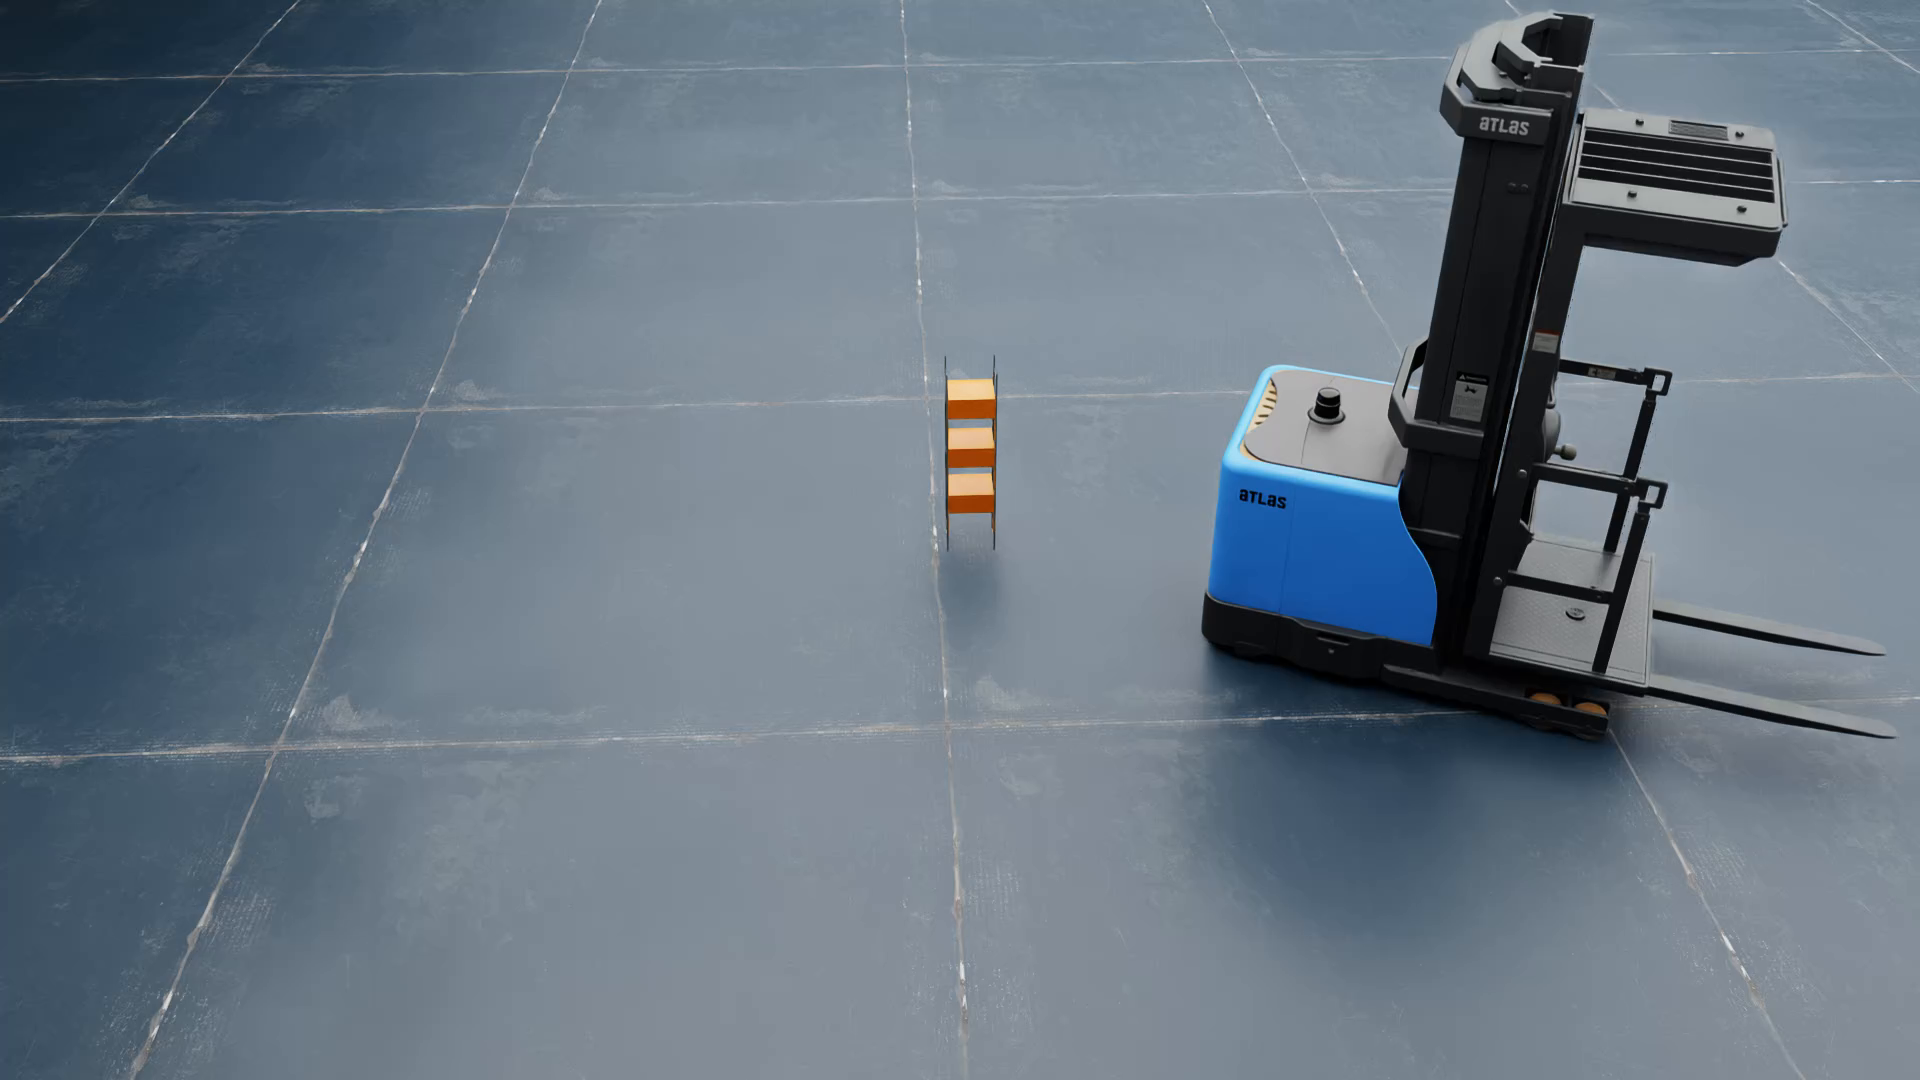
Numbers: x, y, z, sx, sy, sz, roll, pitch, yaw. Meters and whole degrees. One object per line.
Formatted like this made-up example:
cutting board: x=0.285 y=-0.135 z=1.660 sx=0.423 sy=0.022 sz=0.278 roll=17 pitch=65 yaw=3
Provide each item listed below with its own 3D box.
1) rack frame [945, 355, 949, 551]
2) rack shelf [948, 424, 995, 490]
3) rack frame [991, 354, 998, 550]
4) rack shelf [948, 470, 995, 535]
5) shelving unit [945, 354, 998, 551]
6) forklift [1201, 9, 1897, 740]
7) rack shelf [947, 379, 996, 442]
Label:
rack frame: x=-0.068 y=-0.430 z=8.485 sx=0.008 sy=1.050 sz=0.200 roll=-2 pitch=35 yaw=-2
rack shelf: x=0.053 y=-0.424 z=8.496 sx=0.240 sy=0.259 sz=0.215 roll=-2 pitch=35 yaw=-2
rack frame: x=0.175 y=-0.436 z=8.494 sx=0.008 sy=1.050 sz=0.200 roll=-2 pitch=35 yaw=-2
rack shelf: x=0.053 y=-0.196 z=8.654 sx=0.240 sy=0.259 sz=0.215 roll=-2 pitch=35 yaw=-2
shelving unit: x=0.053 y=-0.433 z=8.490 sx=0.252 sy=1.050 sz=0.215 roll=-2 pitch=35 yaw=-2
forklift: x=2.737 y=-0.650 z=7.150 sx=3.031 sy=2.935 sz=1.130 roll=12 pitch=36 yaw=17
rack shelf: x=0.053 y=-0.658 z=8.334 sx=0.240 sy=0.259 sz=0.215 roll=-2 pitch=35 yaw=-2
